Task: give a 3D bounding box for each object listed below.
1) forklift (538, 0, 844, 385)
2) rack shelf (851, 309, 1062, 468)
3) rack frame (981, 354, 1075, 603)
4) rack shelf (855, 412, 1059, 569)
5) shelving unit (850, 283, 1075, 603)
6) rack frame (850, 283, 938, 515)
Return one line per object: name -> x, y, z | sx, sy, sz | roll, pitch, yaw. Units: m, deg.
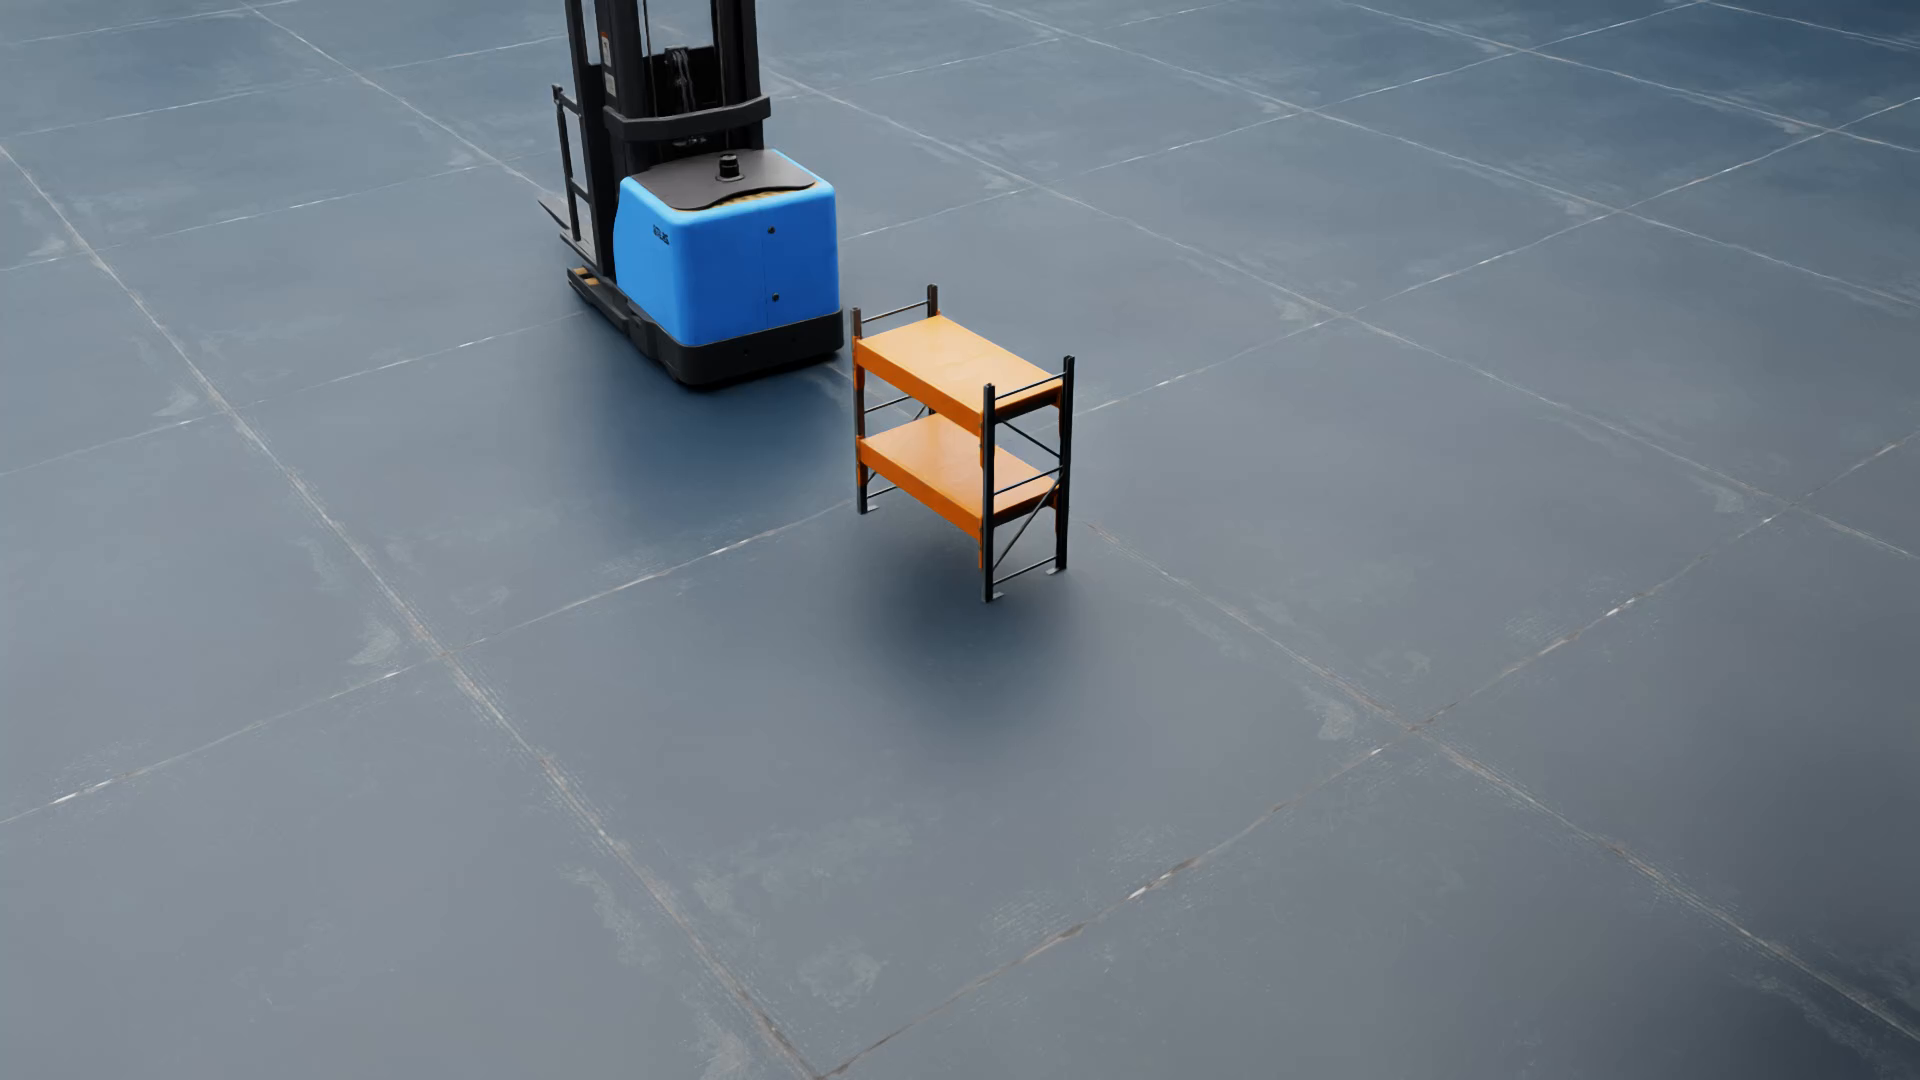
forklift -> -1.895, -2.879, 10.107 | 1.130, 2.935, 3.031 | -18, 36, -26
rack shelf -> -0.004, -0.729, 7.803 | 0.538, 0.278, 1.000 | -22, 38, -31
rack frame -> 0.308, -0.269, 7.617 | 0.500, 1.125, 0.032 | -22, 38, -31
rack shelf -> -0.004, -0.273, 8.087 | 0.538, 0.278, 1.000 | -22, 38, -31
shelving unit -> -0.004, -0.481, 7.958 | 0.538, 1.125, 1.048 | -22, 38, -31
rack frame -> -0.316, -0.693, 8.299 | 0.500, 1.125, 0.032 | -22, 38, -31
